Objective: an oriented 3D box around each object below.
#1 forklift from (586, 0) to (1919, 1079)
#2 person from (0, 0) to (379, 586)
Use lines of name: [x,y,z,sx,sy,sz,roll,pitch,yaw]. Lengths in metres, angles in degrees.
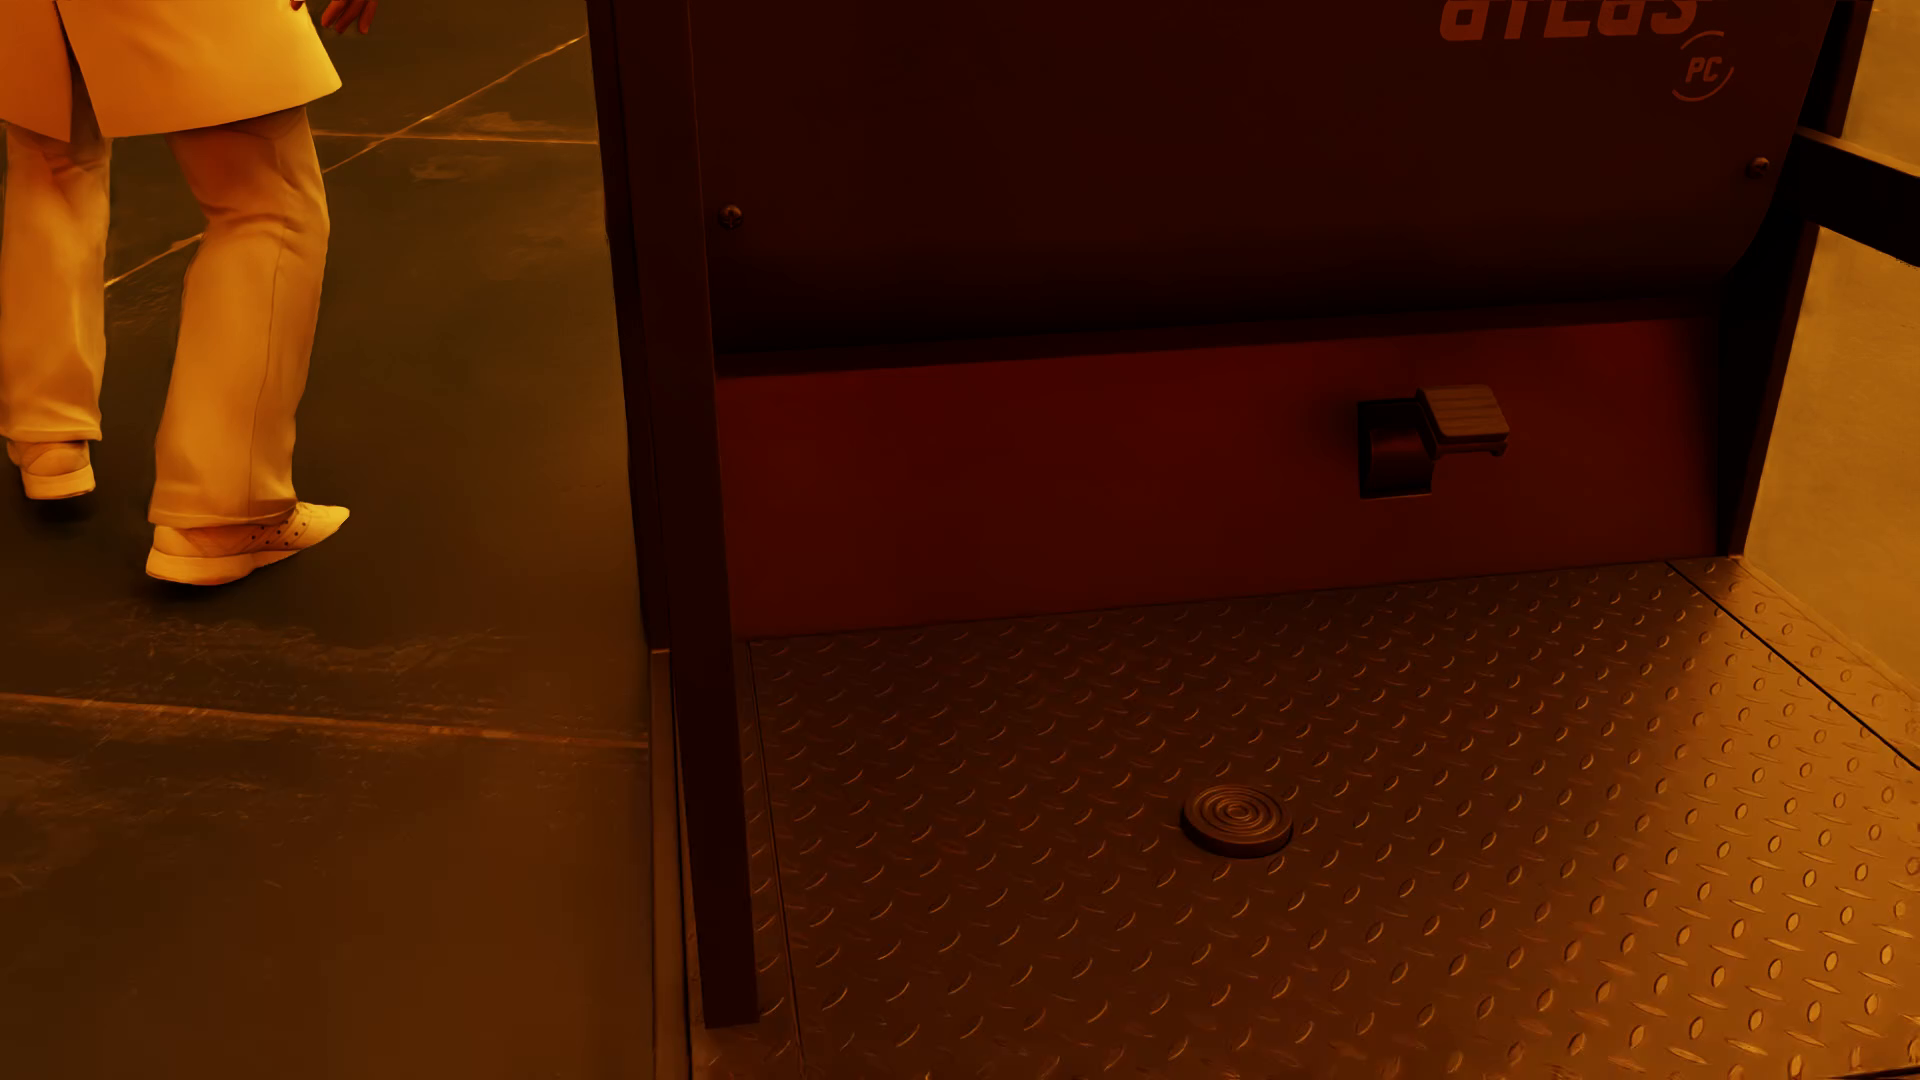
forklift: [0.288,-0.844,0.908,1.130,2.935,3.031,-5,27,-9]
person: [-1.149,-0.786,2.220,0.906,1.758,0.568,7,27,13]
